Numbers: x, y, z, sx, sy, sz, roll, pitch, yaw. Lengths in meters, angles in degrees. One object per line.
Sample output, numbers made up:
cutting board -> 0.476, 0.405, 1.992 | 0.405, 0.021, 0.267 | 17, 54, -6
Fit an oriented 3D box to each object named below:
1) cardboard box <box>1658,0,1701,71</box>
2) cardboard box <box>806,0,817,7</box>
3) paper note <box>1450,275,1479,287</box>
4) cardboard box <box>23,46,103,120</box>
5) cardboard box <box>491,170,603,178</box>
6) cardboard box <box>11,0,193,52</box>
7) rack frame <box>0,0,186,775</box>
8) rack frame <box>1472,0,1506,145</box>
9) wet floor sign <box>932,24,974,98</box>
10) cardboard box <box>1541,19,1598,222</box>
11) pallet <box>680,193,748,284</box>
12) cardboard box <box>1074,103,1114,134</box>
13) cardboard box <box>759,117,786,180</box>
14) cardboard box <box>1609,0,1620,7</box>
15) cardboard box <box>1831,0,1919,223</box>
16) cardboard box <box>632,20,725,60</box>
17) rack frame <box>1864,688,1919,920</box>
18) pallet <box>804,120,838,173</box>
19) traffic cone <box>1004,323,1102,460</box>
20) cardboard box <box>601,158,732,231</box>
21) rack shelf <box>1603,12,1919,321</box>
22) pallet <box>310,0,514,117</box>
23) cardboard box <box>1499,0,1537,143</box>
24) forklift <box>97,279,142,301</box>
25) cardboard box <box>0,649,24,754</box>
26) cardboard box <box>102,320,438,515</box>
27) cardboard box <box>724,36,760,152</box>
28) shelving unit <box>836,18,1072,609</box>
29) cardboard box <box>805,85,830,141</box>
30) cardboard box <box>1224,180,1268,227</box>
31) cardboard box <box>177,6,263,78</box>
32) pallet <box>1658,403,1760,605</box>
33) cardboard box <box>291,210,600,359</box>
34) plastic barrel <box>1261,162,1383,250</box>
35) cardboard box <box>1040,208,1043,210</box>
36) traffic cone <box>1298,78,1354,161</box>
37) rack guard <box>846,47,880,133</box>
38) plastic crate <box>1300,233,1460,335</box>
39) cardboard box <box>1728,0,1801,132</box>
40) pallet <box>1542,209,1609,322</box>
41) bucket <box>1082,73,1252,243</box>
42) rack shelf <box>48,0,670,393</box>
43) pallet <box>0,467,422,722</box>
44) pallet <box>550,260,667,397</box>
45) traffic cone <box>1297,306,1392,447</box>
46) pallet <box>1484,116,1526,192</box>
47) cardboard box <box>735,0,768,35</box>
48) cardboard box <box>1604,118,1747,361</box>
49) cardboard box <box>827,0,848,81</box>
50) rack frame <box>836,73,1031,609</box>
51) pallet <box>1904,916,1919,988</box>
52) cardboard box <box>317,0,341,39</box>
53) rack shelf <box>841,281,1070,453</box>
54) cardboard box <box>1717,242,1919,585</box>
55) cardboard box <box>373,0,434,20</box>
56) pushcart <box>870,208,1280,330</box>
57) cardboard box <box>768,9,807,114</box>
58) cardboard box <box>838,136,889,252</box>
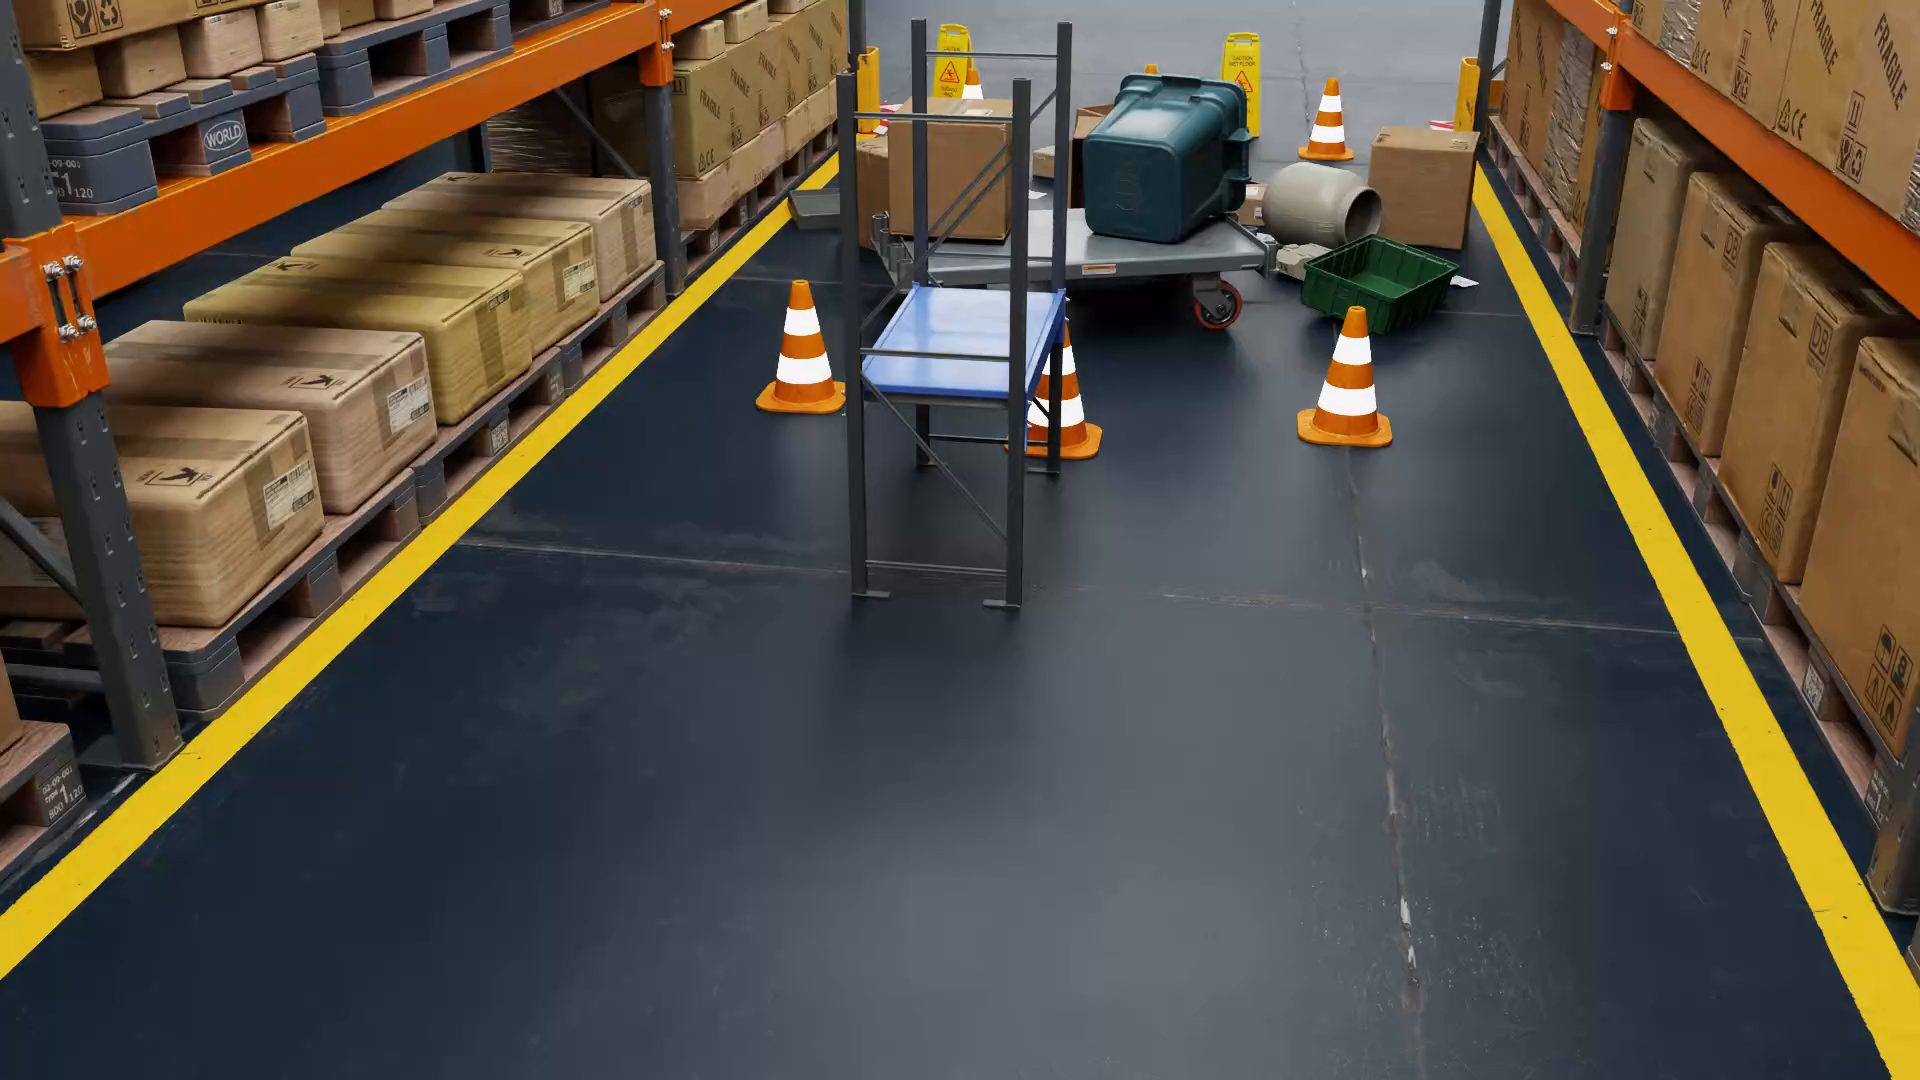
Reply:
cardboard box -> 2.688, -1.855, 5.556 | 0.500, 0.500, 0.500 | 4, 25, 9
cardboard box -> -1.037, -3.158, 9.556 | 0.380, 0.149, 0.250 | 4, 25, 9
paper note -> 2.338, -1.222, 7.823 | 0.147, 0.020, 0.142 | -14, 29, -27
cardboard box -> -2.196, -1.049, 3.754 | 0.380, 0.149, 0.250 | 3, 25, 5
cardboard box -> -1.947, -1.734, 8.163 | 0.500, 0.250, 0.500 | 5, 26, 11
cardboard box -> -2.131, -1.392, 3.722 | 0.500, 0.500, 0.500 | 3, 25, 7
rack frame -> -2.433, -0.850, 3.527 | 1.000, 3.000, 0.127 | 4, 25, 9
rack frame -> 3.775, -3.895, 10.033 | 1.000, 3.000, 0.127 | 4, 25, 9
wet floor sign -> -0.038, -3.135, 11.186 | 0.267, 0.644, 0.232 | 13, 28, 26
cardboard box -> 3.437, -2.085, 8.178 | 0.875, 0.875, 0.875 | 4, 25, 9
pallet -> -1.704, -1.543, 8.298 | 1.003, 0.211, 1.213 | 4, 25, 9
cardboard box -> 1.085, -2.155, 9.260 | 0.797, 0.503, 0.637 | -14, 29, -27
cardboard box -> -1.256, -2.142, 9.036 | 0.500, 0.250, 0.500 | 4, 25, 8
cardboard box -> 3.170, -2.445, 6.759 | 0.875, 0.550, 0.550 | 4, 25, 9
cardboard box -> 2.359, -1.010, 3.751 | 0.500, 0.500, 0.500 | 4, 25, 9
cardboard box -> -1.336, -2.377, 7.889 | 0.380, 0.149, 0.250 | 4, 25, 9
rack frame -> 2.467, -0.549, 2.885 | 1.000, 3.000, 0.127 | 4, 25, 9
pallet -> -1.305, -2.564, 10.478 | 1.003, 0.211, 1.213 | 4, 25, 9
traffic cone -> 0.339, -0.568, 5.917 | 0.336, 0.463, 0.334 | 4, 25, 9
cardboard box -> -1.416, -1.696, 8.082 | 0.500, 0.250, 0.500 | 3, 25, 6
rack shelf -> 2.794, -1.060, 4.824 | 1.077, 0.370, 4.000 | 4, 25, 9
pallet -> -2.149, -1.594, 5.343 | 1.003, 0.211, 1.213 | 4, 25, 9
cardboard box -> 3.729, -2.835, 9.779 | 0.875, 0.875, 0.875 | 4, 25, 9
forklift -> -4.420, -2.419, 6.961 | 1.130, 2.935, 3.031 | 4, 25, 8
cardboard box -> -2.627, 0.205, 3.284 | 0.875, 0.875, 0.875 | 4, 25, 8
cardboard box -> -2.218, -0.395, 5.159 | 0.950, 0.372, 0.625 | 4, 25, 8
cardboard box -> -1.340, -2.260, 8.404 | 0.500, 0.500, 0.500 | 5, 26, 11
shelving unit -> 0.014, -0.715, 5.008 | 0.538, 1.500, 1.048 | 4, 25, 9
cardboard box -> -1.084, -2.568, 9.946 | 0.500, 0.250, 0.500 | 4, 25, 9
cardboard box -> 1.585, -1.830, 8.847 | 0.396, 0.266, 0.258 | 8, 26, 18
cardboard box -> -2.026, -1.276, 4.240 | 0.380, 0.149, 0.250 | 2, 25, 5
pallet -> 2.872, -0.119, 5.256 | 1.003, 0.211, 1.213 | 4, 25, 9
cardboard box -> -1.976, -1.002, 6.458 | 0.950, 0.372, 0.625 | 6, 26, 12
plastic barrel -> 1.793, -1.636, 8.246 | 0.421, 0.421, 0.512 | -20, 32, -36
cardboard box -> 0.472, -1.477, 8.091 | 0.258, 0.266, 0.396 | -14, 29, -27
traffic cone -> 2.287, -2.622, 10.306 | 0.336, 0.463, 0.334 | 4, 25, 9
rack guard -> -1.138, -3.032, 11.137 | 1.175, 0.500, 0.348 | 4, 25, 9
plastic crate -> 1.857, -1.138, 7.392 | 0.450, 0.188, 0.662 | 29, 36, 30
cardboard box -> 2.520, -1.434, 4.657 | 0.500, 0.500, 0.500 | 4, 25, 9
pallet -> 3.323, -1.272, 7.718 | 1.003, 0.211, 1.213 | 4, 25, 9
bucket -> 0.869, -1.645, 7.293 | 0.726, 0.611, 0.620 | 13, 38, 26
rack shelf -> -2.106, -1.360, 5.467 | 1.077, 0.370, 4.000 | 4, 25, 9
pallet -> -2.303, 0.086, 4.816 | 1.003, 0.211, 1.213 | 4, 25, 9
pallet -> -1.905, -0.934, 6.997 | 1.003, 0.211, 1.213 | 4, 25, 9
traffic cone -> 1.412, -0.617, 6.022 | 0.336, 0.463, 0.334 | 4, 25, 9
pallet -> 3.721, -2.292, 9.898 | 1.003, 0.211, 1.213 | 4, 25, 9
cardboard box -> -1.213, -2.705, 8.589 | 0.380, 0.149, 0.250 | 5, 26, 12
cardboard box -> 3.108, -1.128, 6.279 | 1.050, 0.750, 0.750 | 4, 25, 8
cardboard box -> -0.999, -3.127, 10.256 | 0.500, 0.500, 0.500 | 4, 25, 9
rack frame -> -0.069, -0.502, 4.554 | 0.500, 1.500, 0.032 | 4, 25, 9
pallet -> 2.338, 1.041, 2.778 | 1.003, 0.211, 1.213 | 4, 25, 9
cardboard box -> -1.999, -1.496, 4.709 | 0.380, 0.149, 0.250 | 6, 26, 12
rack shelf -> 0.014, -0.552, 5.085 | 0.538, 0.185, 1.000 | 4, 25, 9
cardboard box -> 2.795, -0.335, 4.585 | 1.050, 0.750, 0.750 | 4, 25, 9
cardboard box -> -1.884, -1.722, 5.191 | 0.380, 0.149, 0.250 | 5, 26, 10
pushcart -> 0.479, -1.198, 7.364 | 1.648, 0.377, 0.936 | -5, 25, -10
cardboard box -> -1.170, -2.698, 9.339 | 0.500, 0.500, 0.500 | 3, 25, 7
cardboard box -> -0.261, -1.746, 8.387 | 0.500, 0.500, 0.500 | -20, 32, -36
